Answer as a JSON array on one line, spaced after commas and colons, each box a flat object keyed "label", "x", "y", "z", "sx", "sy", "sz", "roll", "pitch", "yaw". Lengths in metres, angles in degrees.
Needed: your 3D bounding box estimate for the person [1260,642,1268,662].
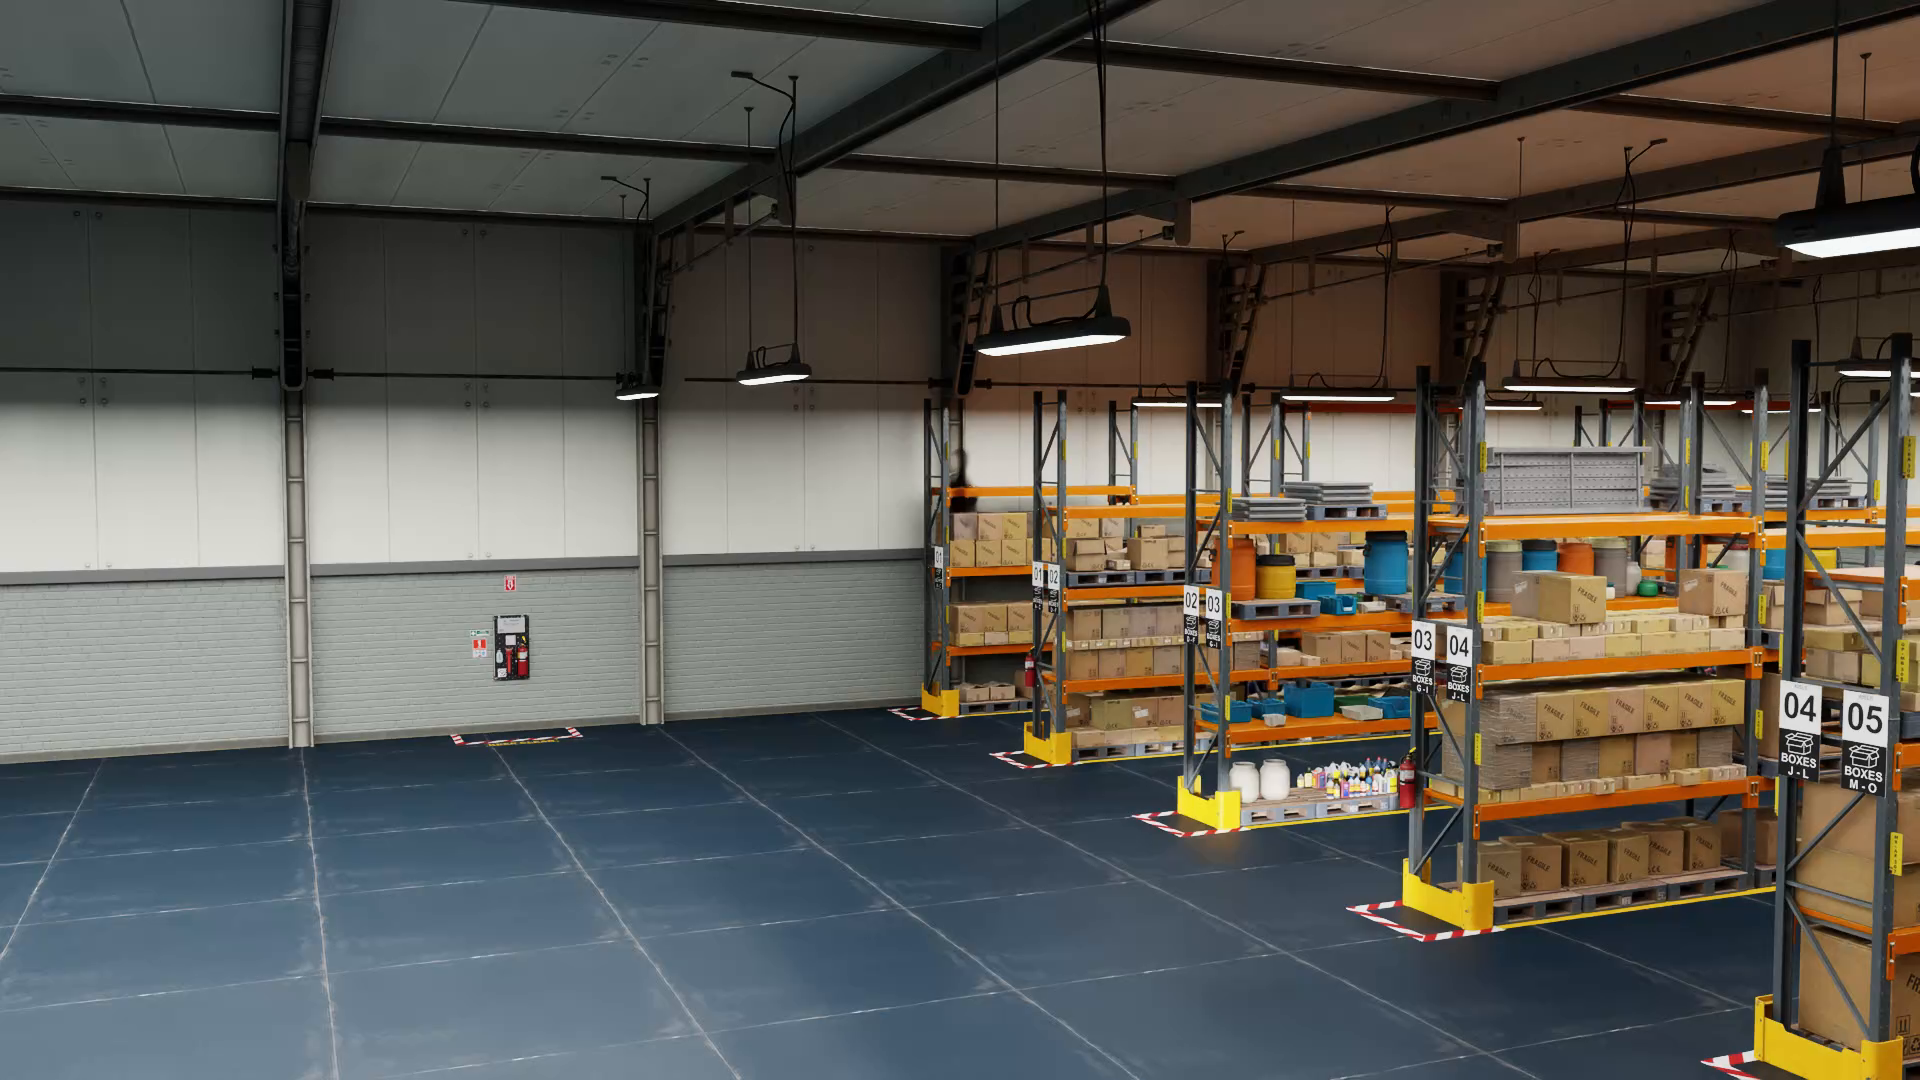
[{"label": "person", "x": 5.608, "y": 2.518, "z": 31.161, "sx": 0.883, "sy": 1.696, "sz": 0.611, "roll": -1, "pitch": 4, "yaw": -18}]
